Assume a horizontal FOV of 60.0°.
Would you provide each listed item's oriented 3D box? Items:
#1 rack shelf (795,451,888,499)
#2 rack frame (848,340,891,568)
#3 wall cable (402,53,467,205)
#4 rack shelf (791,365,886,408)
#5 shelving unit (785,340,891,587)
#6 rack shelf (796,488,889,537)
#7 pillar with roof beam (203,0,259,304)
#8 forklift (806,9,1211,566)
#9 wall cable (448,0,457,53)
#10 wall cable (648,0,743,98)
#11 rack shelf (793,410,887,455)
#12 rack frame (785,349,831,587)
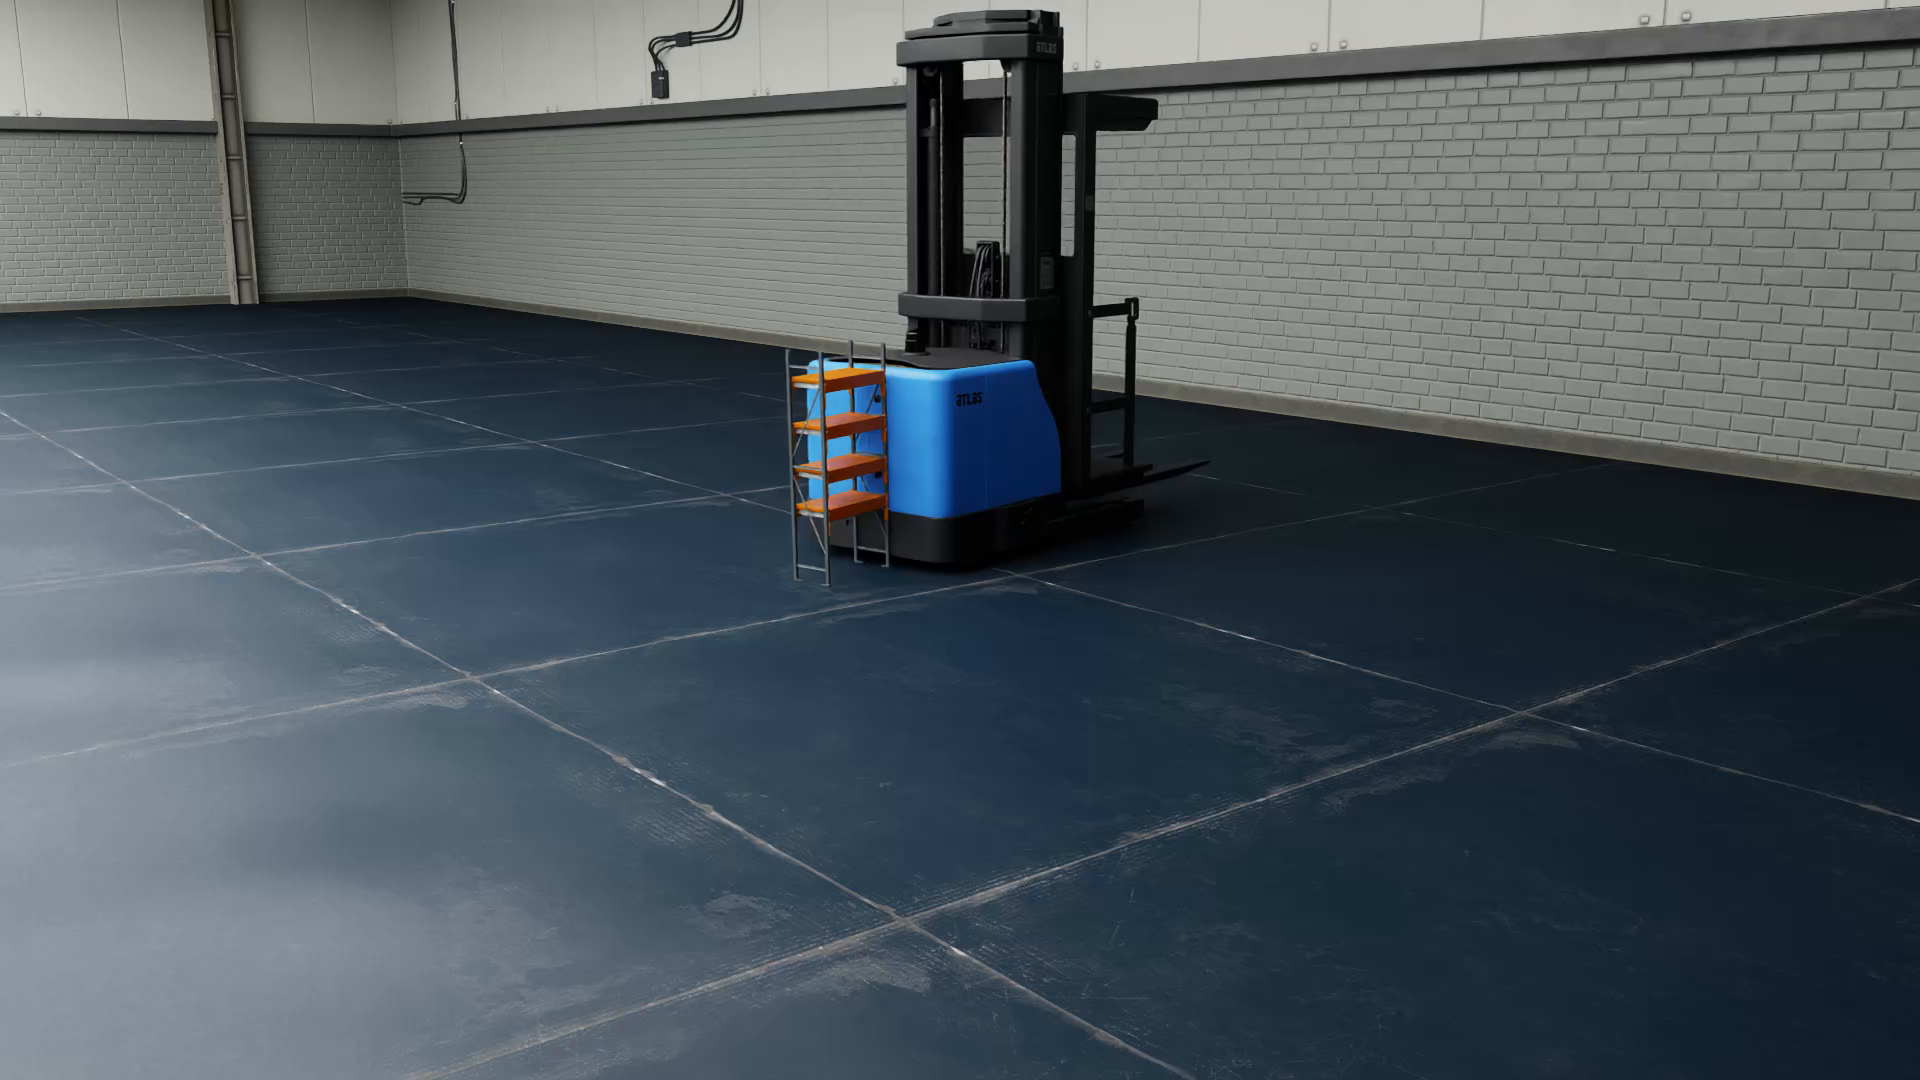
[{"bbox_3d":[-0.624,-0.342,8.645,0.258,0.148,0.480,9,16,36],"label":"rack shelf"},{"bbox_3d":[-0.480,-0.453,8.820,0.240,1.200,0.015,9,16,36],"label":"rack frame"},{"bbox_3d":[-9.414,-7.200,29.345,0.112,2.526,3.097,-9,15,-38],"label":"wall cable"},{"bbox_3d":[-0.630,-0.790,8.541,0.258,0.148,0.480,9,16,36],"label":"rack shelf"},{"bbox_3d":[-0.625,-0.407,8.630,0.258,1.200,0.503,9,16,36],"label":"shelving unit"},{"bbox_3d":[-0.622,-0.148,8.690,0.258,0.148,0.480,9,16,36],"label":"rack shelf"},{"bbox_3d":[-9.851,-7.852,24.944,0.400,9.000,9.100,-9,15,-38],"label":"pillar with roof beam"},{"bbox_3d":[0.460,-1.545,9.849,1.130,2.935,3.031,10,15,38],"label":"forklift"},{"bbox_3d":[-7.724,-9.231,26.754,0.112,2.526,3.097,-9,15,-38],"label":"wall cable"},{"bbox_3d":[-3.496,-8.840,21.408,0.169,6.003,2.305,-9,15,-38],"label":"wall cable"},{"bbox_3d":[-0.627,-0.560,8.594,0.258,0.148,0.480,9,16,36],"label":"rack shelf"},{"bbox_3d":[-0.770,-0.361,8.439,0.240,1.200,0.015,9,16,36],"label":"rack frame"}]
